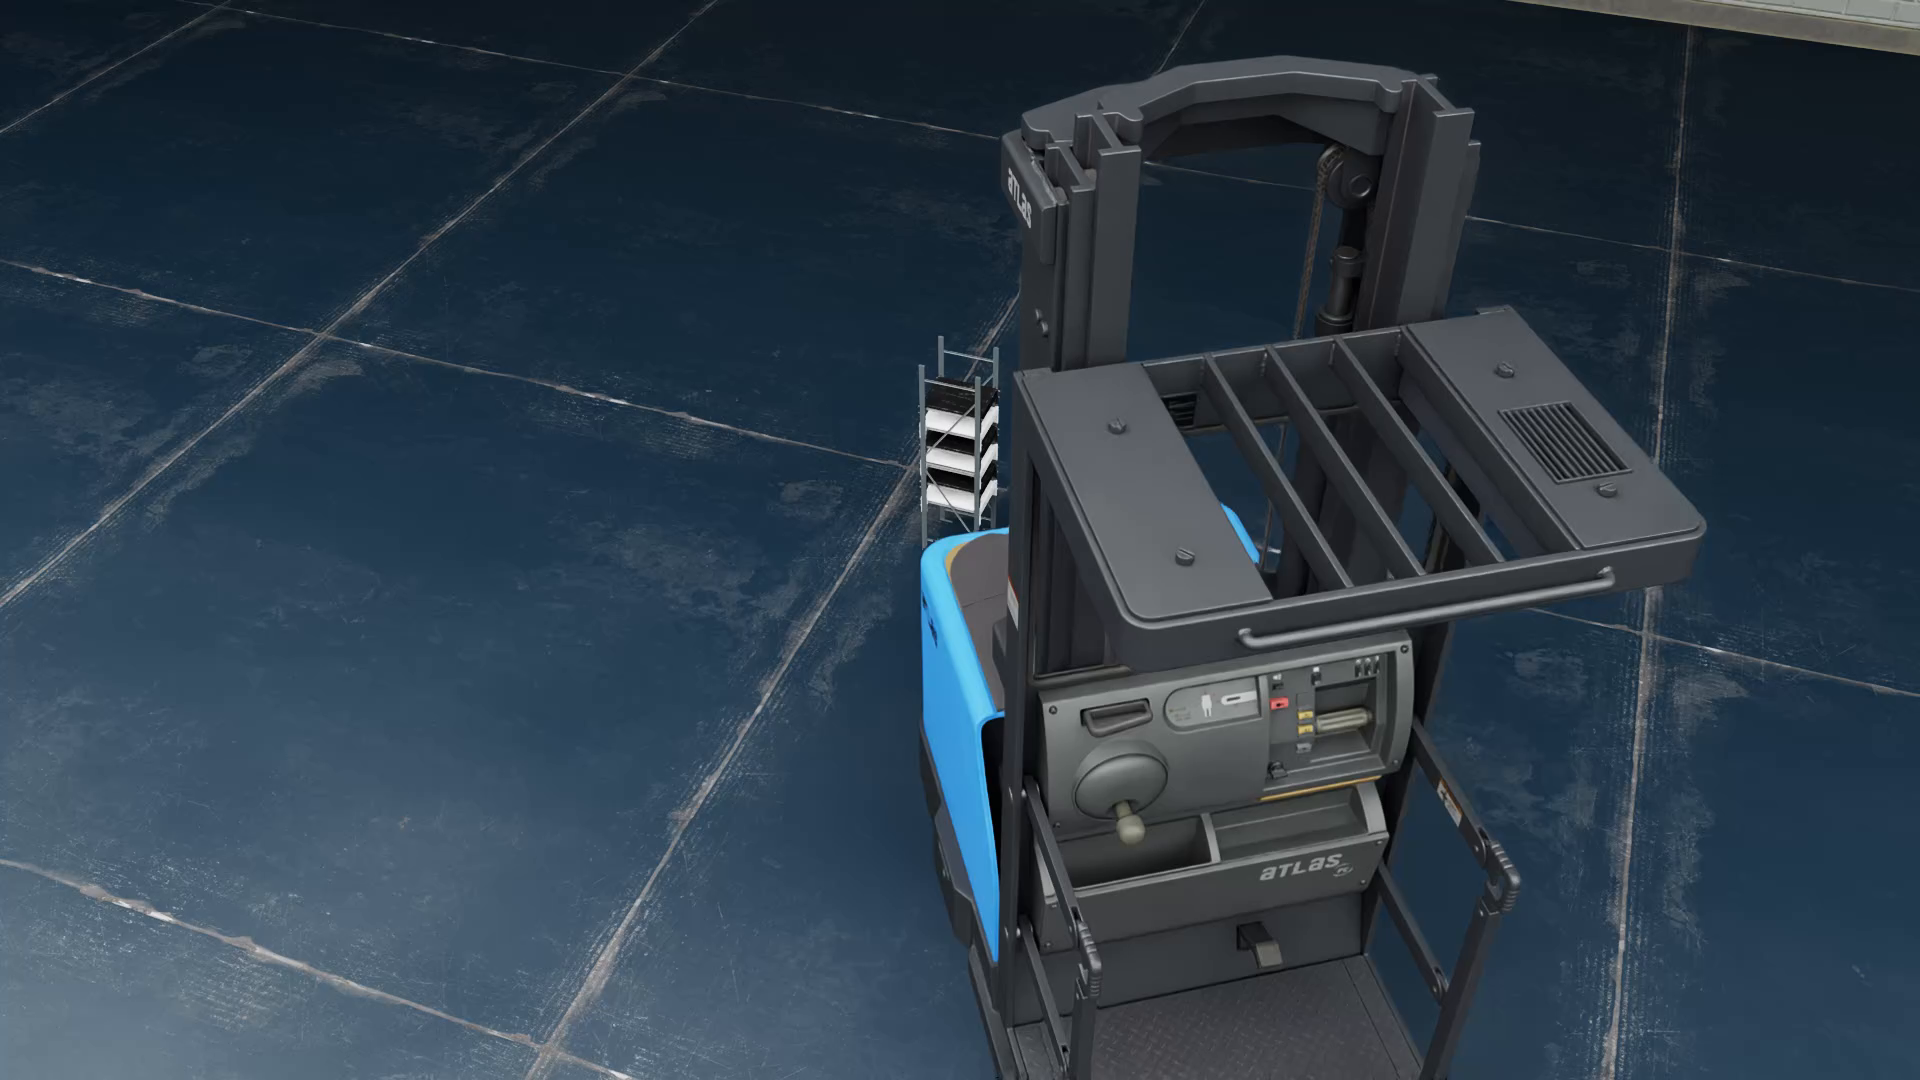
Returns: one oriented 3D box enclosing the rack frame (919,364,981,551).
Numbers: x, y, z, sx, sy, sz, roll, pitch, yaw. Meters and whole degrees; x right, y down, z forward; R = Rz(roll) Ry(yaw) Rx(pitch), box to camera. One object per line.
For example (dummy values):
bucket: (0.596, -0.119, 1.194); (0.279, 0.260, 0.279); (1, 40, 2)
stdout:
rack frame: (-0.038, -0.275, 6.379); (0.240, 0.900, 0.006); (13, 42, 15)

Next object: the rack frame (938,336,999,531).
rack frame: (0.032, -0.399, 6.525); (0.240, 0.900, 0.006); (13, 42, 15)

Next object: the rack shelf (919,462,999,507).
rack shelf: (-0.003, -0.244, 6.532); (0.258, 0.077, 0.200); (13, 42, 15)

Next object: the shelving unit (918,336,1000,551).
shelving unit: (-0.003, -0.337, 6.452); (0.258, 0.900, 0.210); (13, 42, 15)

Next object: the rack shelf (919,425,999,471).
rack shelf: (-0.003, -0.380, 6.415); (0.258, 0.077, 0.200); (13, 42, 15)

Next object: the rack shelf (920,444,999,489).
rack shelf: (-0.003, -0.312, 6.474); (0.258, 0.077, 0.200); (13, 42, 15)

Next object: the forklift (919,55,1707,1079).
forklift: (0.702, 0.559, 3.837); (1.130, 2.935, 3.031); (-9, 41, -10)

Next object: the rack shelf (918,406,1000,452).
rack shelf: (-0.003, -0.449, 6.357); (0.258, 0.077, 0.200); (13, 42, 15)

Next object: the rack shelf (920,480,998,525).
rack shelf: (-0.003, -0.175, 6.591); (0.258, 0.077, 0.200); (13, 42, 15)

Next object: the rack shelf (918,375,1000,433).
rack shelf: (-0.003, -0.517, 6.299); (0.258, 0.077, 0.200); (13, 42, 15)
